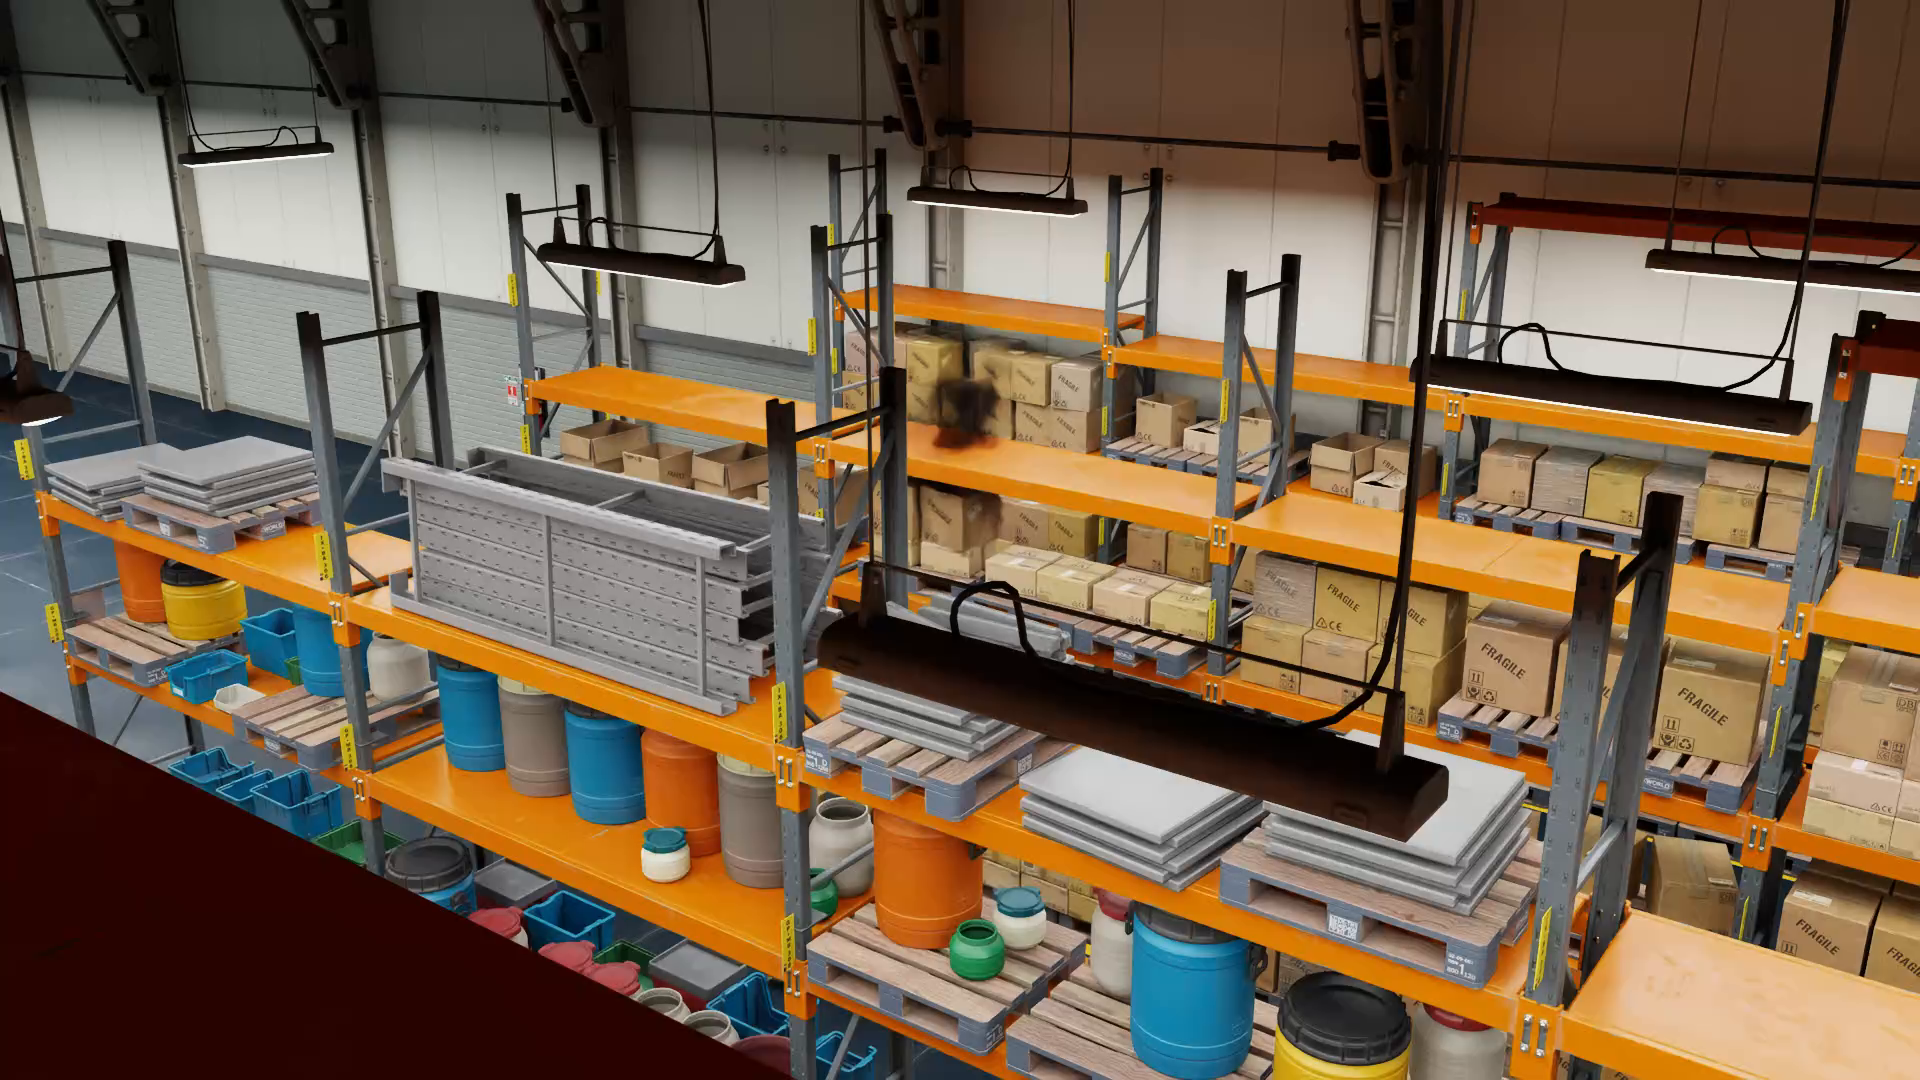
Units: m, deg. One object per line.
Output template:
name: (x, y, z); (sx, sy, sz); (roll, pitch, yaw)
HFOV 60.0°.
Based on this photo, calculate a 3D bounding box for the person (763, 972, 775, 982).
person: (-1.411, 2.898, 13.735); (0.755, 1.791, 0.640); (10, 21, 26)
